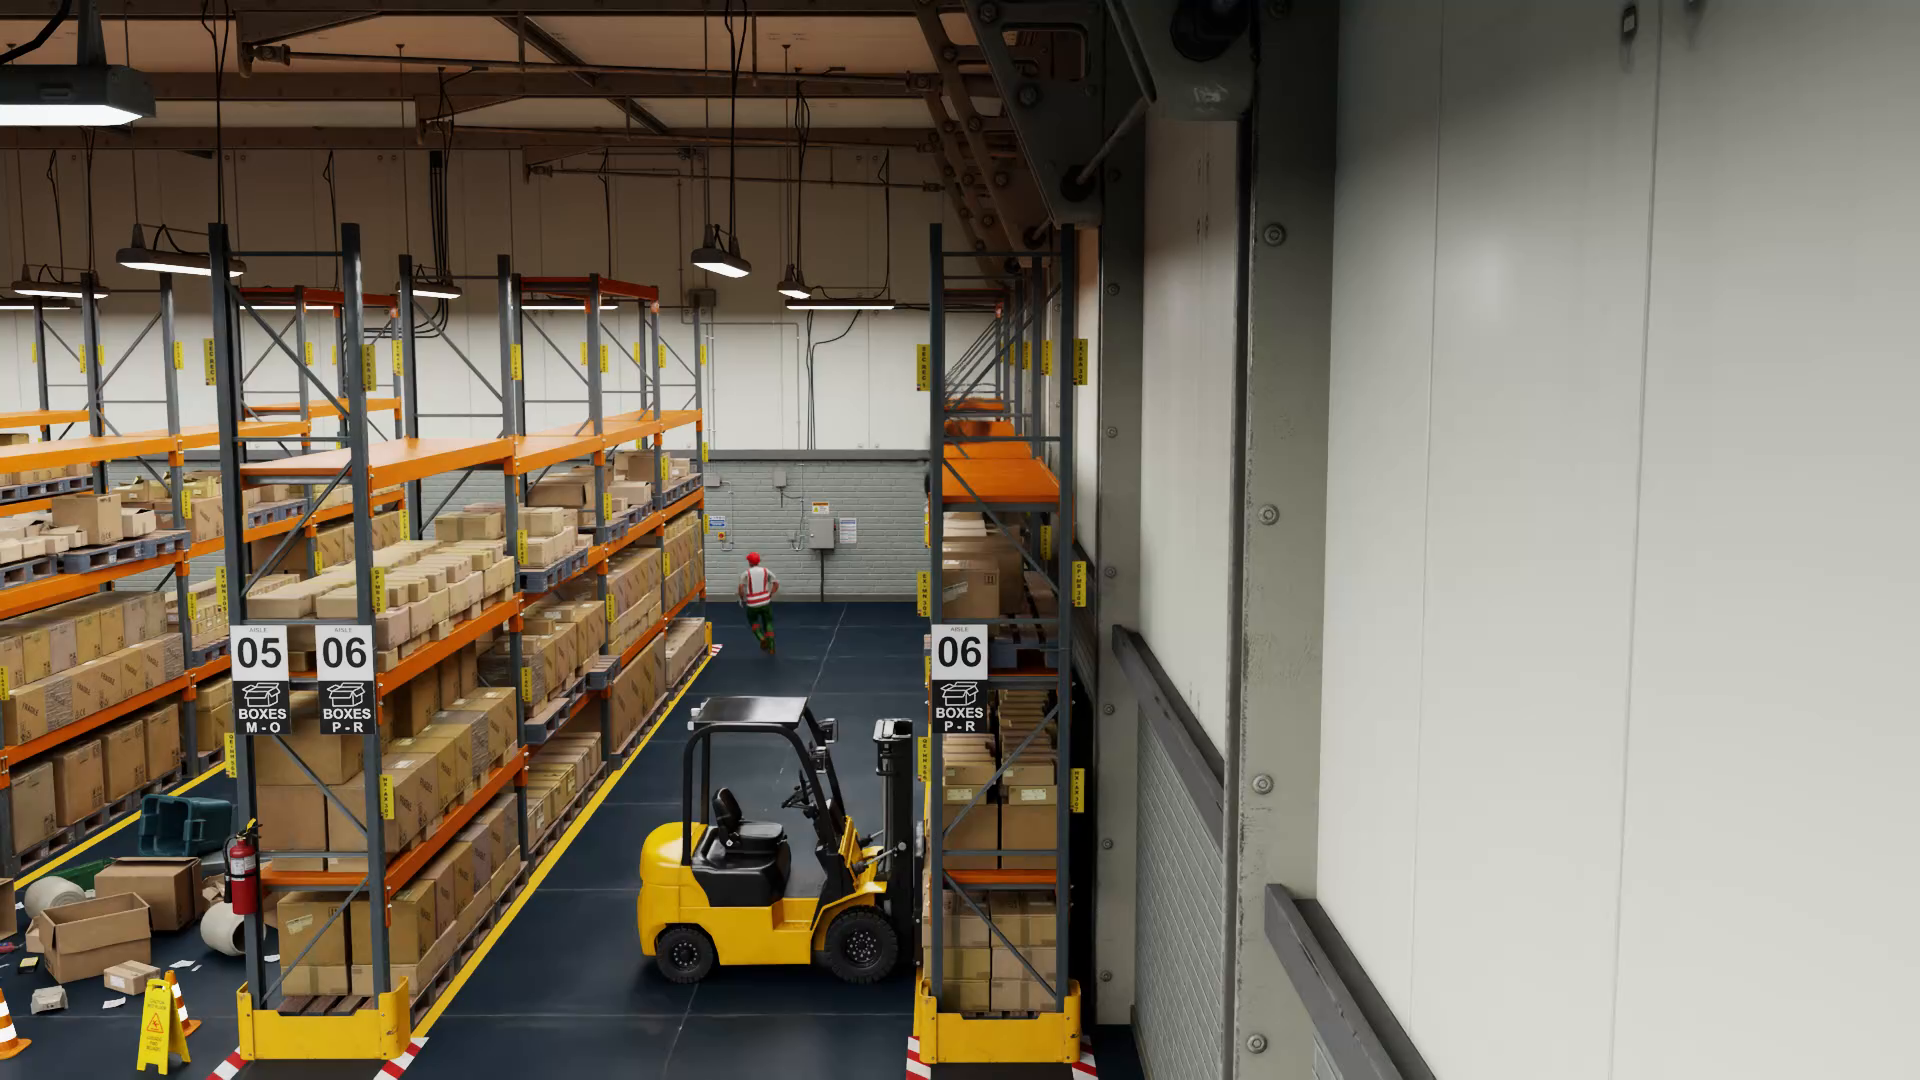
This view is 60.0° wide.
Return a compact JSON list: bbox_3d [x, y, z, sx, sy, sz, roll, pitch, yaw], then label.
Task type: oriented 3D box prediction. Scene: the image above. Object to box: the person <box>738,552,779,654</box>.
[{"bbox_3d":[-3.422,1.050,27.962,0.720,1.729,0.534,-2,7,-20],"label":"person"}]
